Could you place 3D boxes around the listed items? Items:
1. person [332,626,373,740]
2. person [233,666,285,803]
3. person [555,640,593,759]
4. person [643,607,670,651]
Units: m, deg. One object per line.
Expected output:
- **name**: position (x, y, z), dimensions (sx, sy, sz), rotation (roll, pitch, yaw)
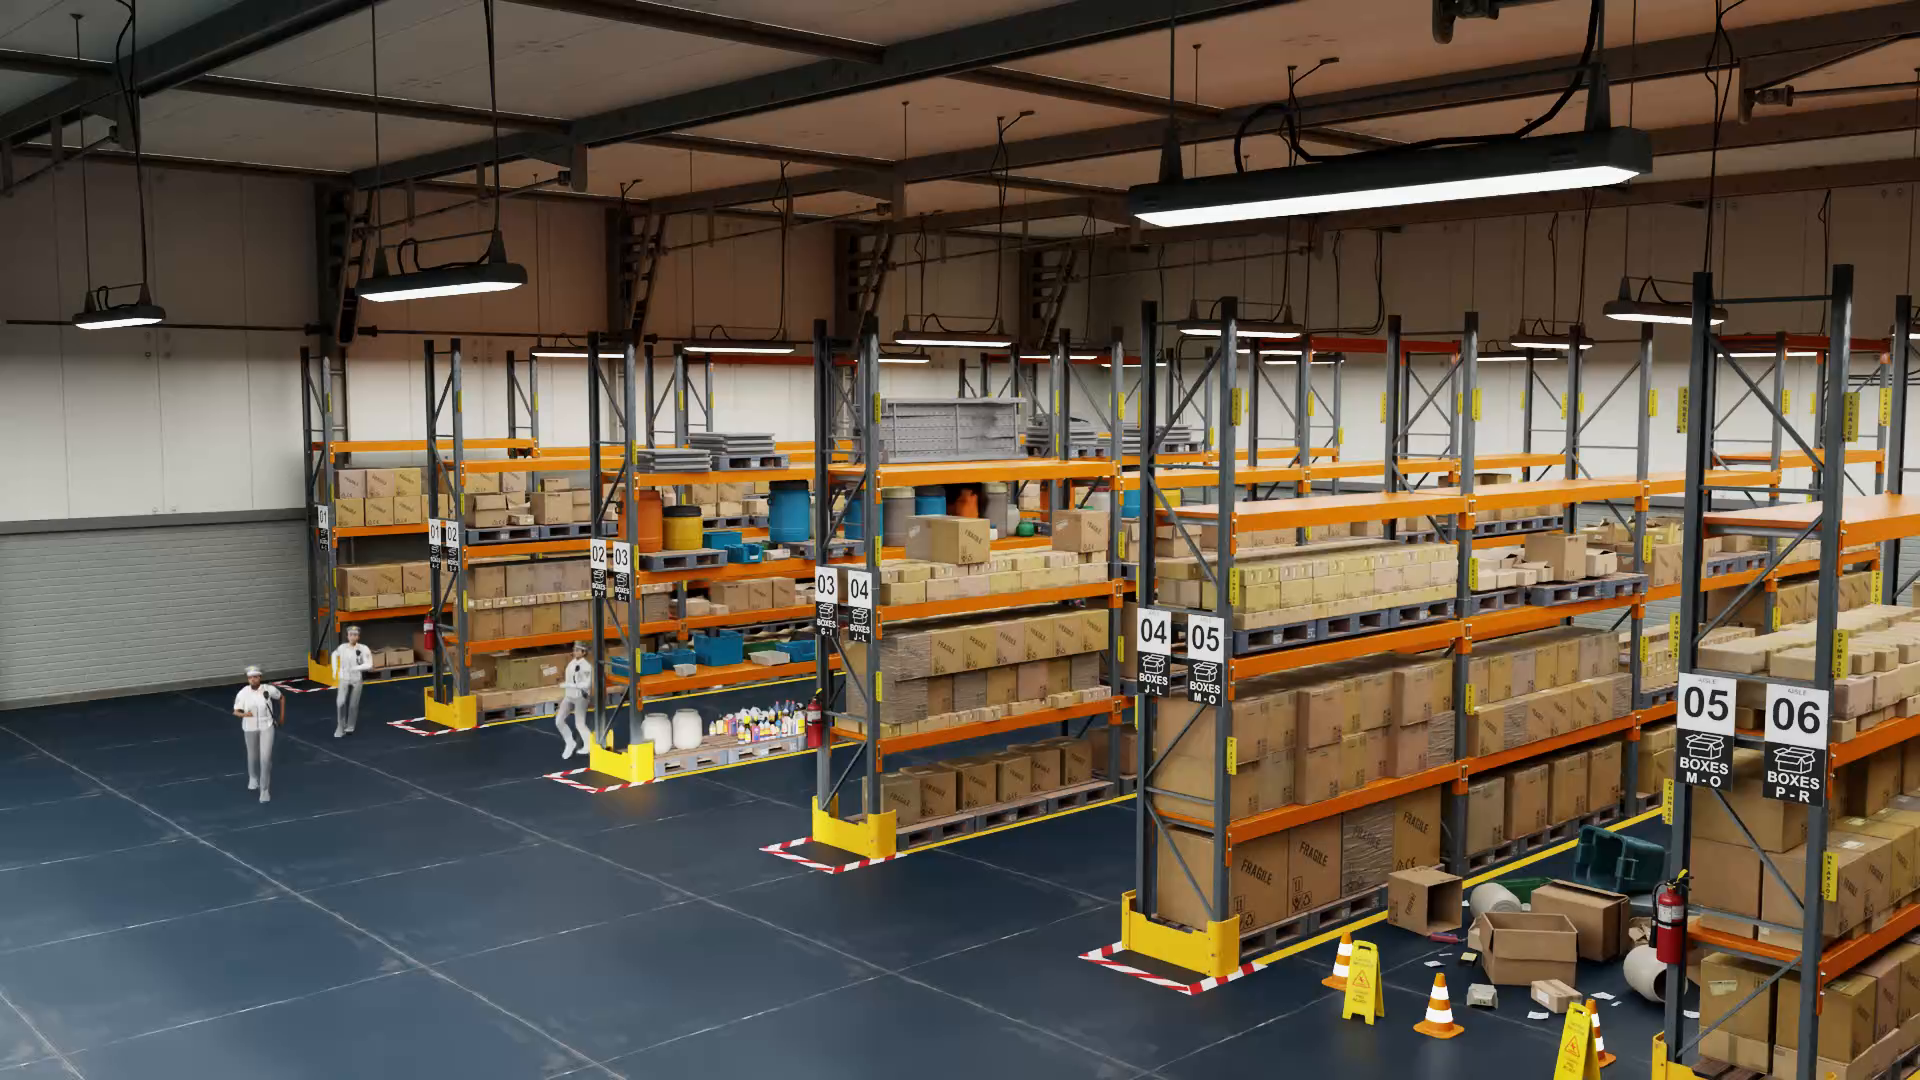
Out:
- **person**: position (-9.158, 2.125, 25.054), dimensions (0.596, 1.694, 0.644), rotation (-1, 5, -15)
- **person**: position (-8.974, 2.452, 21.324), dimensions (0.585, 1.746, 0.892), rotation (-1, 5, -16)
- **person**: position (-5.434, 2.258, 23.586), dimensions (0.580, 1.700, 0.599), rotation (4, 6, 36)
- **person**: position (-5.683, 1.645, 30.655), dimensions (0.735, 1.699, 0.588), rotation (-5, 7, -44)
